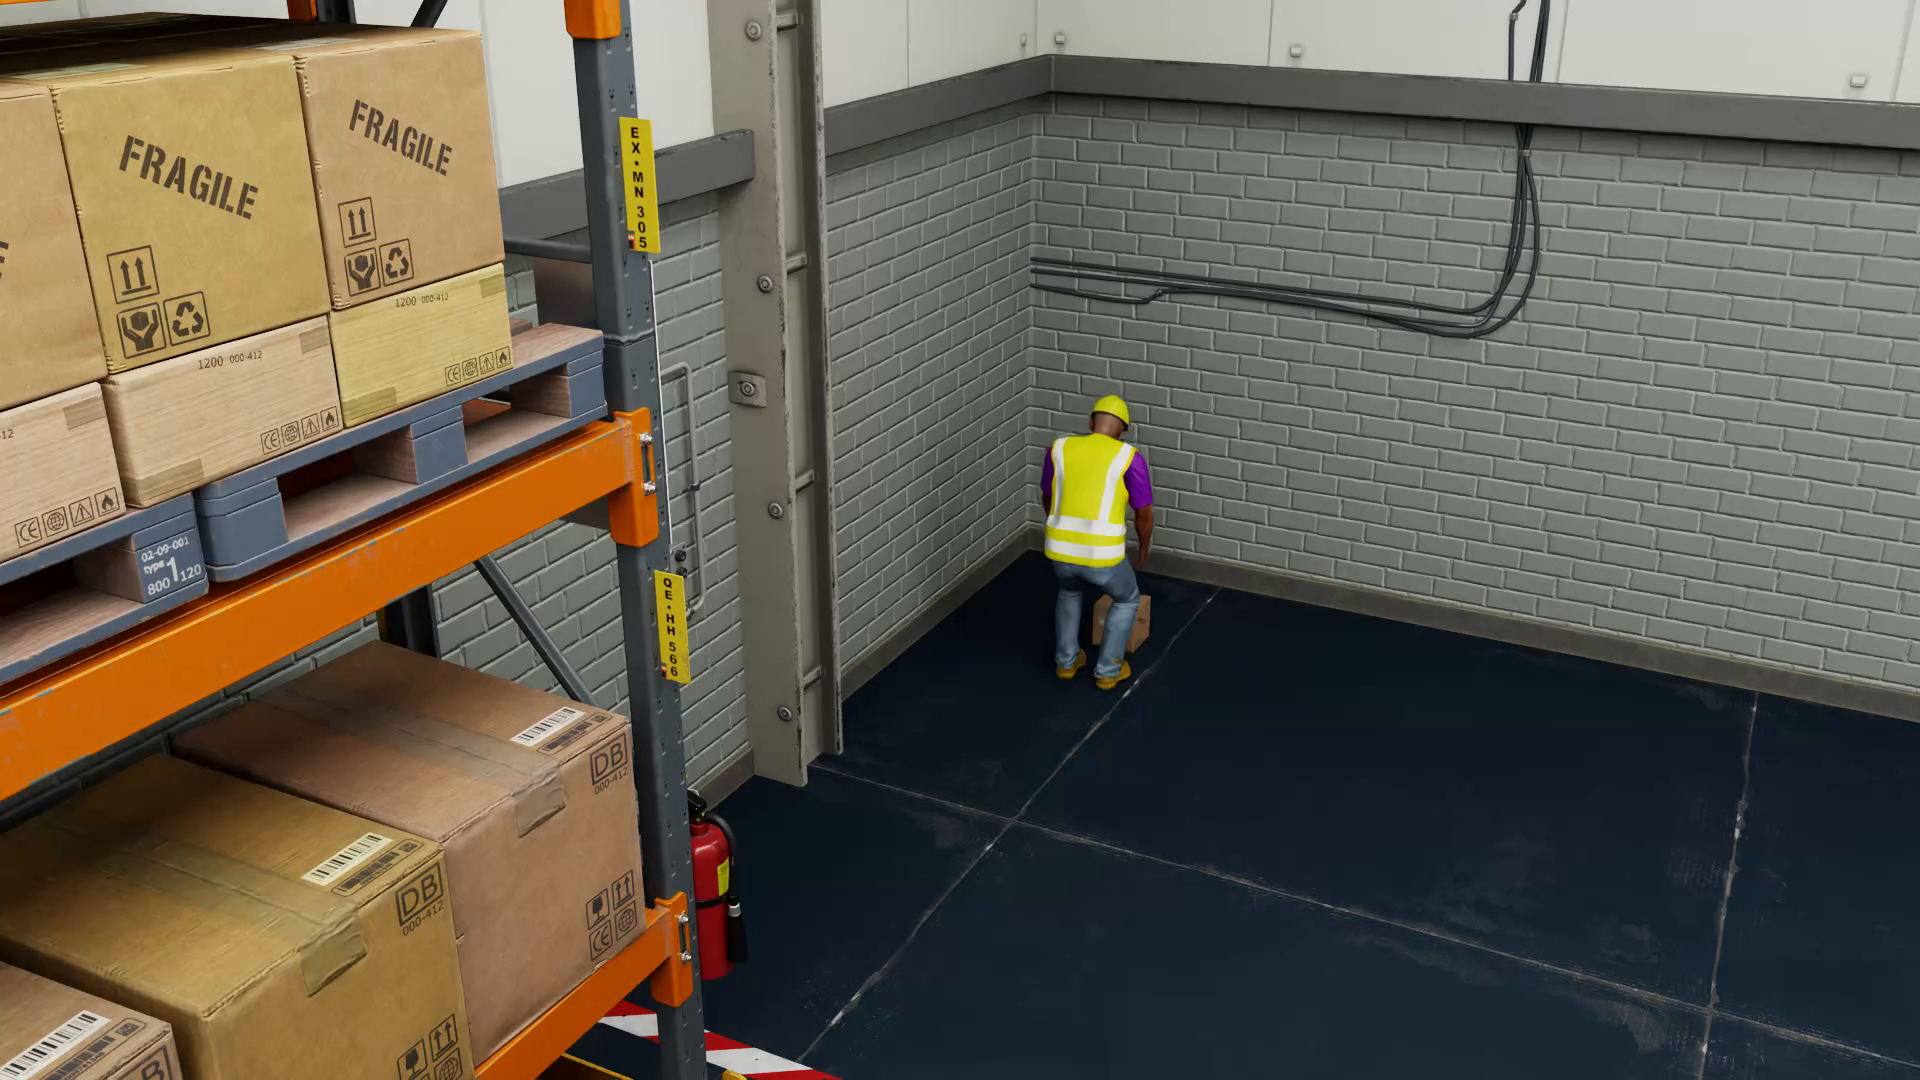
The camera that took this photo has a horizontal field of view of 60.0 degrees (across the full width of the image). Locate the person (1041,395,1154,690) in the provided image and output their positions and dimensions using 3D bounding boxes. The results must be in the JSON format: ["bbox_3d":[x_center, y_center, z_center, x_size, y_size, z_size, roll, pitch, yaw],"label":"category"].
[{"bbox_3d":[0.698,0.014,8.854,0.627,1.517,0.687,11,25,25],"label":"person"}]
